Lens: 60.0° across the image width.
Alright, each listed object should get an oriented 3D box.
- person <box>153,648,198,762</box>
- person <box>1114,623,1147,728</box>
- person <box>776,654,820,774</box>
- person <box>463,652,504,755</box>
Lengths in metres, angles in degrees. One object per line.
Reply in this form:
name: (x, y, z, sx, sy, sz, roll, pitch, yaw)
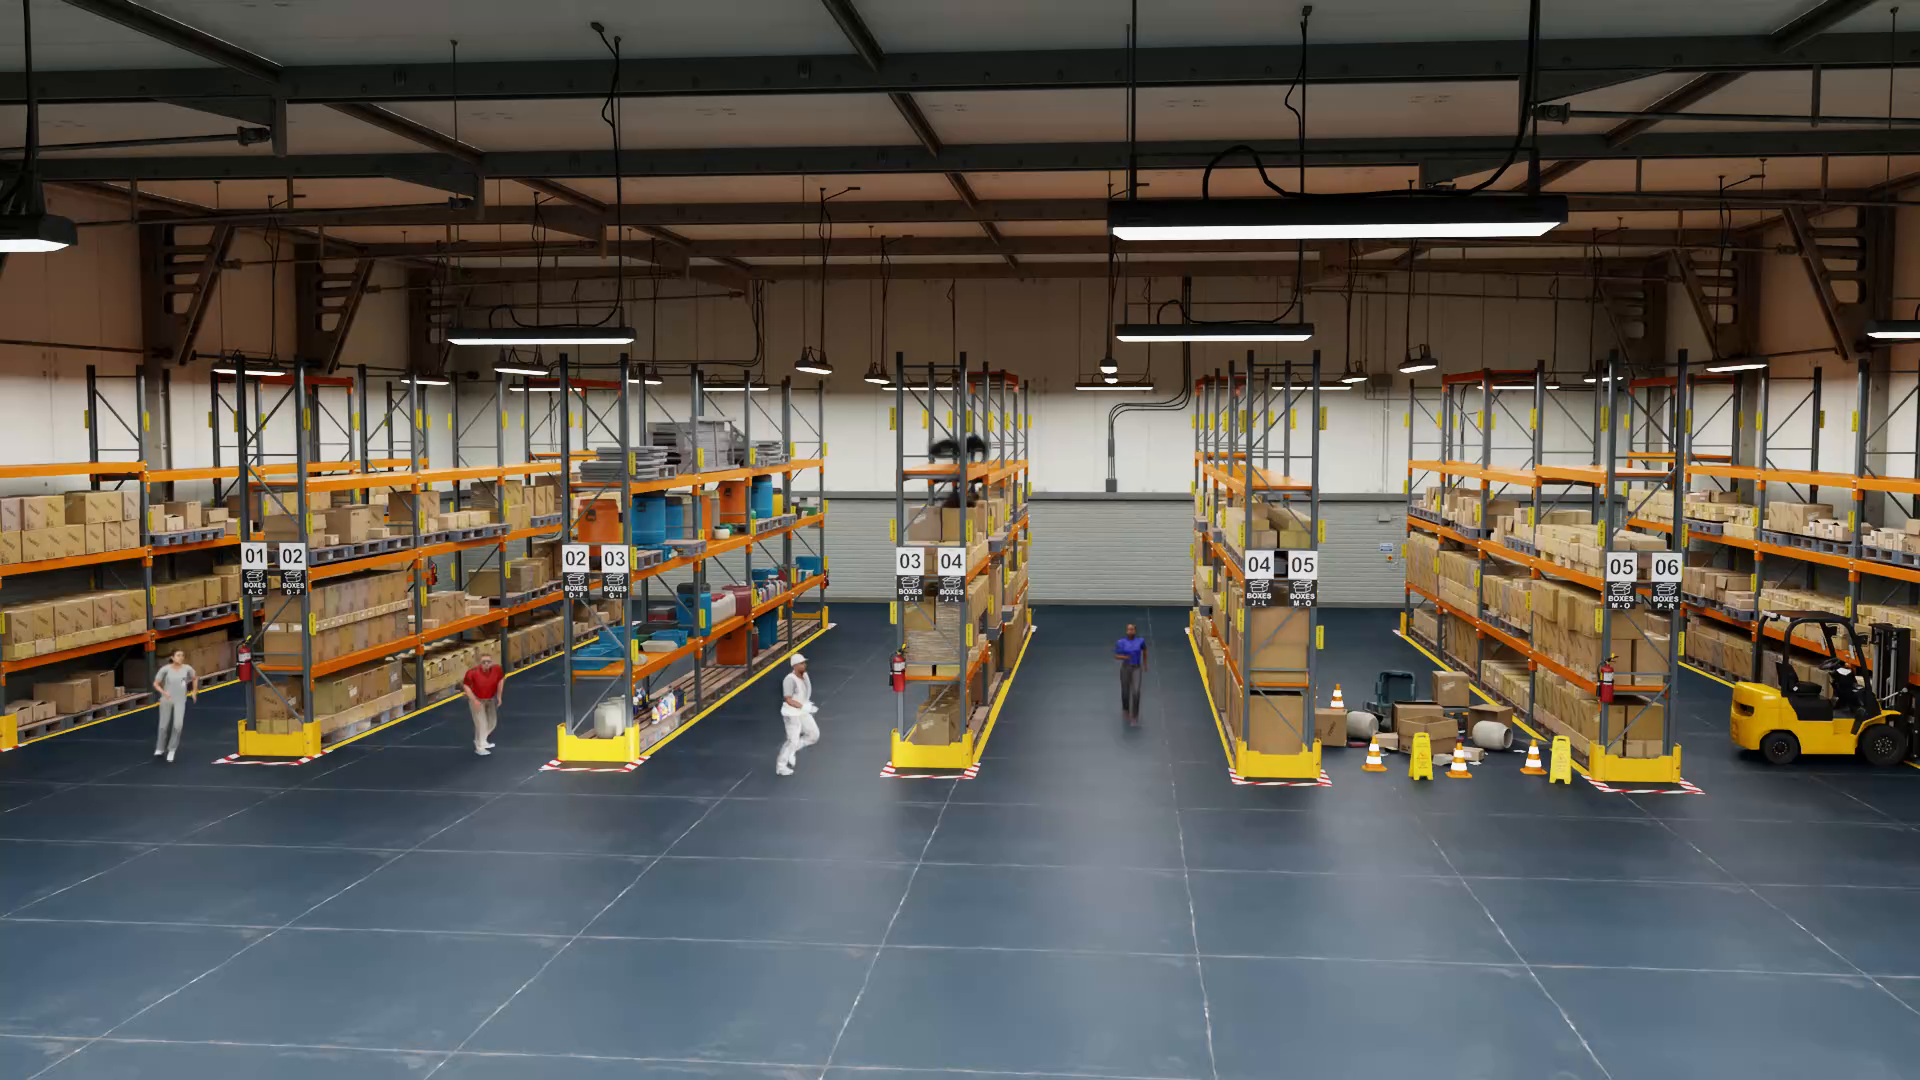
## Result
person: (-11.642, 2.427, 24.697, 0.628, 1.677, 0.643, -2, 5, -28)
person: (2.827, 2.212, 27.526, 0.558, 1.705, 0.829, 0, 4, 4)
person: (-2.269, 2.457, 23.553, 0.709, 1.722, 0.713, 2, 5, 26)
person: (-7.199, 2.436, 25.048, 0.874, 1.580, 0.700, 4, 5, 42)
